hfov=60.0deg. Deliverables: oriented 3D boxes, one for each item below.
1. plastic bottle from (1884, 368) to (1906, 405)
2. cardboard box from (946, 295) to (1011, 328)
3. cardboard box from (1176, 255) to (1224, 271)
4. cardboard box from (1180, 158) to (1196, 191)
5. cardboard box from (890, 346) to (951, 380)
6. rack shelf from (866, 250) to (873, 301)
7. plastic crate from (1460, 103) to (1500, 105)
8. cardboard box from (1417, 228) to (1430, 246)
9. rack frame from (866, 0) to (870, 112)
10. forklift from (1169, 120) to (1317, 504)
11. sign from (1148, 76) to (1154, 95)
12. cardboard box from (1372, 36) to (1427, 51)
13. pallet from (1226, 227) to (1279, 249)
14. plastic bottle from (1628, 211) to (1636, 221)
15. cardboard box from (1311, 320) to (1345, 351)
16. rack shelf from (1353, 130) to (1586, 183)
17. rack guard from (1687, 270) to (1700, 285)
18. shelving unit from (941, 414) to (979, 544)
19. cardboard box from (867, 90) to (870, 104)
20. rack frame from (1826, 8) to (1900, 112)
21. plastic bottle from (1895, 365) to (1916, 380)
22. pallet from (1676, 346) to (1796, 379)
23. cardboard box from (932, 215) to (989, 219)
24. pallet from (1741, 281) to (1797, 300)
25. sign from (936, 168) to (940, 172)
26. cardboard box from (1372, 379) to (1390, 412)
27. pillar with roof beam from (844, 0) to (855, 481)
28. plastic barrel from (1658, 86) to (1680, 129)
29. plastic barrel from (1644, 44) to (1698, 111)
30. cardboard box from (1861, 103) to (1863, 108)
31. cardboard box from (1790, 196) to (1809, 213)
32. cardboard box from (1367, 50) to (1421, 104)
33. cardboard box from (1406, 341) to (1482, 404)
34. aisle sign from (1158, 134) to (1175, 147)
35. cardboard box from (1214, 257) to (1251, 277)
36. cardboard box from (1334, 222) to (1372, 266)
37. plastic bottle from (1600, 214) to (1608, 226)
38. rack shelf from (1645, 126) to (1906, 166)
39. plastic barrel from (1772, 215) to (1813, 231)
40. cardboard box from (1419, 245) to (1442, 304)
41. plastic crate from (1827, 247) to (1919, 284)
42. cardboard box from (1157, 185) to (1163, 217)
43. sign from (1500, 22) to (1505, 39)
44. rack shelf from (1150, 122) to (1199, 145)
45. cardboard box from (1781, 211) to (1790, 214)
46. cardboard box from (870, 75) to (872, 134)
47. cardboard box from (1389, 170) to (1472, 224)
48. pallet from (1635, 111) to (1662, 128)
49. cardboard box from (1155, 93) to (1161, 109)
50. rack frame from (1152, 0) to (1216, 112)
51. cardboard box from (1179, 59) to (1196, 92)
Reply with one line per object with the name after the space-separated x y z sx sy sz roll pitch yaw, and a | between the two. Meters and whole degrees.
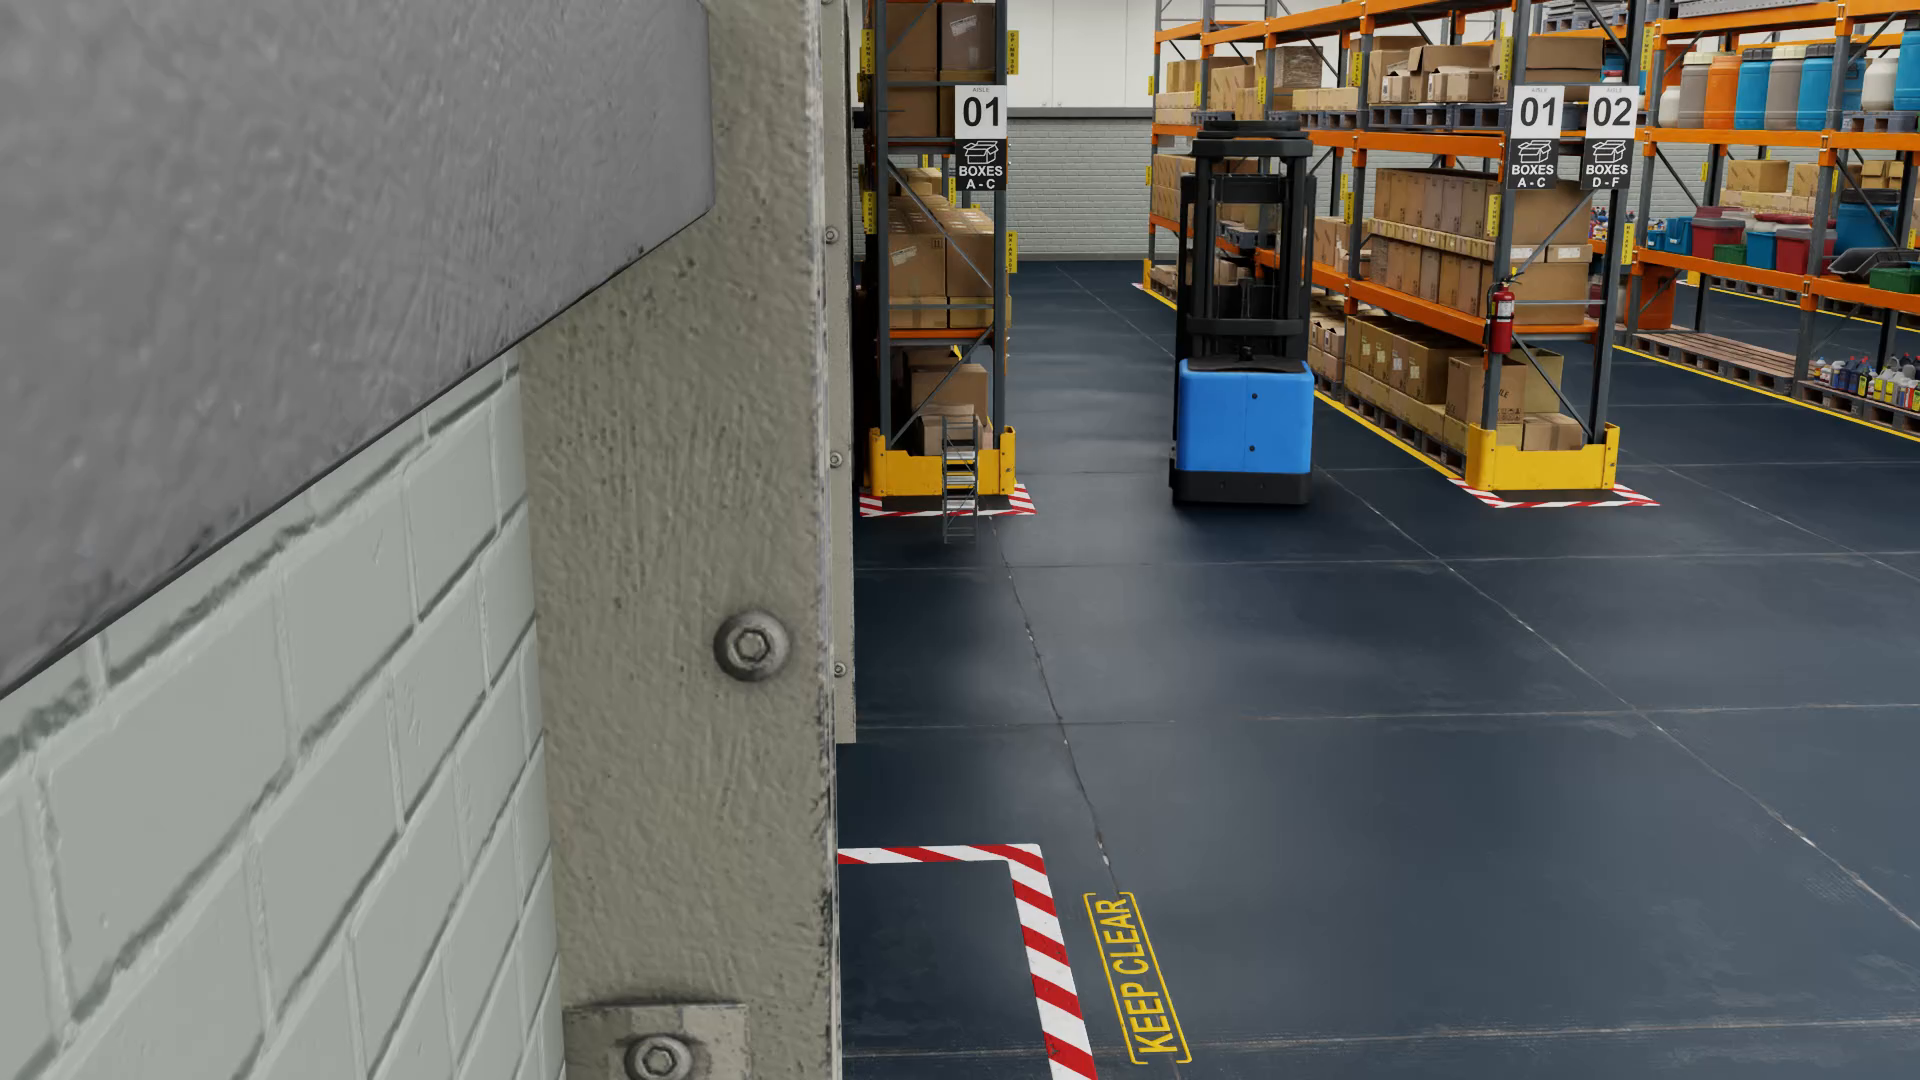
9.182 -1.508 16.300 0.144 0.351 0.185 0 14 -1 | plastic bottle
0.143 -1.899 13.650 0.500 0.250 0.500 -1 14 -5 | cardboard box
3.935 -4.369 27.115 0.797 0.503 0.637 -1 14 -3 | cardboard box
3.733 -5.680 25.874 0.500 0.500 0.500 -1 14 -5 | cardboard box
-0.453 -2.016 17.976 0.700 0.500 0.500 0 14 -2 | cardboard box
-0.515 -2.980 19.032 1.077 0.370 4.000 -1 14 -3 | rack shelf
8.574 -7.007 27.343 0.504 0.338 0.767 -1 14 -3 | plastic crate
4.476 -2.816 15.448 0.380 0.149 0.250 -1 14 -4 | cardboard box
-0.639 -6.731 20.128 1.000 3.000 0.127 -1 14 -3 | rack frame
2.367 -2.010 13.957 1.130 2.935 3.031 2 15 7 | forklift
3.268 -7.760 28.394 0.100 0.325 0.005 -1 14 -3 | sign
4.554 -5.009 17.408 0.500 0.500 0.500 -1 14 -3 | cardboard box
4.193 -3.978 21.851 1.213 0.211 1.003 -1 14 -3 | pallet
9.453 -4.452 23.409 0.144 0.351 0.185 -1 14 -3 | plastic bottle
4.203 -2.277 18.407 0.500 0.311 0.500 0 14 -2 | cardboard box
4.677 -3.515 15.093 1.077 0.370 4.000 -1 14 -3 | rack shelf
13.695 -4.840 29.834 1.175 0.500 0.348 -1 14 -3 | rack guard
0.000 -0.438 11.922 0.258 0.900 0.210 -1 14 -3 | shelving unit
-0.651 -5.014 19.228 0.797 0.503 0.637 1 14 4 | cardboard box
9.497 -5.889 16.856 1.000 3.000 0.127 -1 14 -3 | rack frame
9.690 -1.666 17.064 0.152 0.276 0.135 -1 14 -3 | plastic bottle
9.331 -2.132 19.890 1.003 0.211 1.213 -1 14 -3 | pallet
0.004 -2.769 15.524 0.500 0.500 0.500 -1 14 -5 | cardboard box
13.897 -4.194 27.903 1.003 0.211 1.213 -1 14 -3 | pallet
-0.346 -5.354 24.649 0.100 0.325 0.005 -1 14 -3 | sign
4.330 -1.411 16.167 0.500 0.250 0.500 -1 14 -3 | cardboard box
3.247 -4.969 13.278 9.100 9.000 0.400 -1 14 -3 | pillar with roof beam
8.962 -5.403 20.764 0.421 0.512 0.421 0 14 0 | plastic barrel
9.217 -5.984 21.539 0.600 0.830 0.708 -1 14 -3 | plastic barrel
13.836 -6.996 25.935 0.700 0.500 0.500 -2 15 -7 | cardboard box
13.621 -5.356 26.526 0.500 0.250 0.500 0 14 -2 | cardboard box
4.321 -4.551 16.351 0.500 0.500 0.500 0 14 1 | cardboard box
4.394 -1.526 15.107 0.500 0.500 0.500 -1 14 -3 | cardboard box
3.512 -7.164 28.633 0.394 0.787 0.004 -1 14 -3 | aisle sign
3.906 -3.891 23.757 0.500 0.250 0.500 -1 14 -3 | cardboard box
4.489 -3.279 18.550 0.500 0.500 0.500 0 14 1 | cardboard box
9.287 -4.562 23.995 0.097 0.271 0.097 0 14 0 | plastic bottle
9.373 -4.585 19.253 1.077 0.370 4.000 -1 14 -3 | rack shelf
9.611 -3.473 19.234 0.433 0.535 0.433 0 14 0 | plastic barrel
4.686 -2.463 15.379 0.700 0.500 0.500 0 14 -2 | cardboard box
9.402 -2.822 17.098 0.767 0.338 0.504 -1 14 -3 | plastic crate
3.611 -5.698 27.953 0.500 0.500 0.500 -1 14 -4 | cardboard box
9.301 -8.730 28.544 0.100 0.325 0.005 -1 14 -3 | sign
3.933 -6.500 26.692 1.077 0.370 4.000 -1 14 -3 | rack shelf
13.534 -5.255 26.935 0.380 0.149 0.250 -1 14 -2 | cardboard box
-0.497 -3.697 14.115 0.500 0.500 0.500 -2 15 -6 | cardboard box
4.619 -3.349 16.219 0.700 0.500 0.500 -1 14 -4 | cardboard box
9.299 -5.532 21.865 1.003 0.211 1.213 -1 14 -3 | pallet
3.581 -7.383 27.979 0.500 0.250 0.500 -1 14 -3 | cardboard box
3.809 -8.798 28.161 1.000 3.000 0.127 -1 14 -3 | rack frame
3.879 -7.376 26.448 0.700 0.500 0.500 -1 14 -3 | cardboard box
